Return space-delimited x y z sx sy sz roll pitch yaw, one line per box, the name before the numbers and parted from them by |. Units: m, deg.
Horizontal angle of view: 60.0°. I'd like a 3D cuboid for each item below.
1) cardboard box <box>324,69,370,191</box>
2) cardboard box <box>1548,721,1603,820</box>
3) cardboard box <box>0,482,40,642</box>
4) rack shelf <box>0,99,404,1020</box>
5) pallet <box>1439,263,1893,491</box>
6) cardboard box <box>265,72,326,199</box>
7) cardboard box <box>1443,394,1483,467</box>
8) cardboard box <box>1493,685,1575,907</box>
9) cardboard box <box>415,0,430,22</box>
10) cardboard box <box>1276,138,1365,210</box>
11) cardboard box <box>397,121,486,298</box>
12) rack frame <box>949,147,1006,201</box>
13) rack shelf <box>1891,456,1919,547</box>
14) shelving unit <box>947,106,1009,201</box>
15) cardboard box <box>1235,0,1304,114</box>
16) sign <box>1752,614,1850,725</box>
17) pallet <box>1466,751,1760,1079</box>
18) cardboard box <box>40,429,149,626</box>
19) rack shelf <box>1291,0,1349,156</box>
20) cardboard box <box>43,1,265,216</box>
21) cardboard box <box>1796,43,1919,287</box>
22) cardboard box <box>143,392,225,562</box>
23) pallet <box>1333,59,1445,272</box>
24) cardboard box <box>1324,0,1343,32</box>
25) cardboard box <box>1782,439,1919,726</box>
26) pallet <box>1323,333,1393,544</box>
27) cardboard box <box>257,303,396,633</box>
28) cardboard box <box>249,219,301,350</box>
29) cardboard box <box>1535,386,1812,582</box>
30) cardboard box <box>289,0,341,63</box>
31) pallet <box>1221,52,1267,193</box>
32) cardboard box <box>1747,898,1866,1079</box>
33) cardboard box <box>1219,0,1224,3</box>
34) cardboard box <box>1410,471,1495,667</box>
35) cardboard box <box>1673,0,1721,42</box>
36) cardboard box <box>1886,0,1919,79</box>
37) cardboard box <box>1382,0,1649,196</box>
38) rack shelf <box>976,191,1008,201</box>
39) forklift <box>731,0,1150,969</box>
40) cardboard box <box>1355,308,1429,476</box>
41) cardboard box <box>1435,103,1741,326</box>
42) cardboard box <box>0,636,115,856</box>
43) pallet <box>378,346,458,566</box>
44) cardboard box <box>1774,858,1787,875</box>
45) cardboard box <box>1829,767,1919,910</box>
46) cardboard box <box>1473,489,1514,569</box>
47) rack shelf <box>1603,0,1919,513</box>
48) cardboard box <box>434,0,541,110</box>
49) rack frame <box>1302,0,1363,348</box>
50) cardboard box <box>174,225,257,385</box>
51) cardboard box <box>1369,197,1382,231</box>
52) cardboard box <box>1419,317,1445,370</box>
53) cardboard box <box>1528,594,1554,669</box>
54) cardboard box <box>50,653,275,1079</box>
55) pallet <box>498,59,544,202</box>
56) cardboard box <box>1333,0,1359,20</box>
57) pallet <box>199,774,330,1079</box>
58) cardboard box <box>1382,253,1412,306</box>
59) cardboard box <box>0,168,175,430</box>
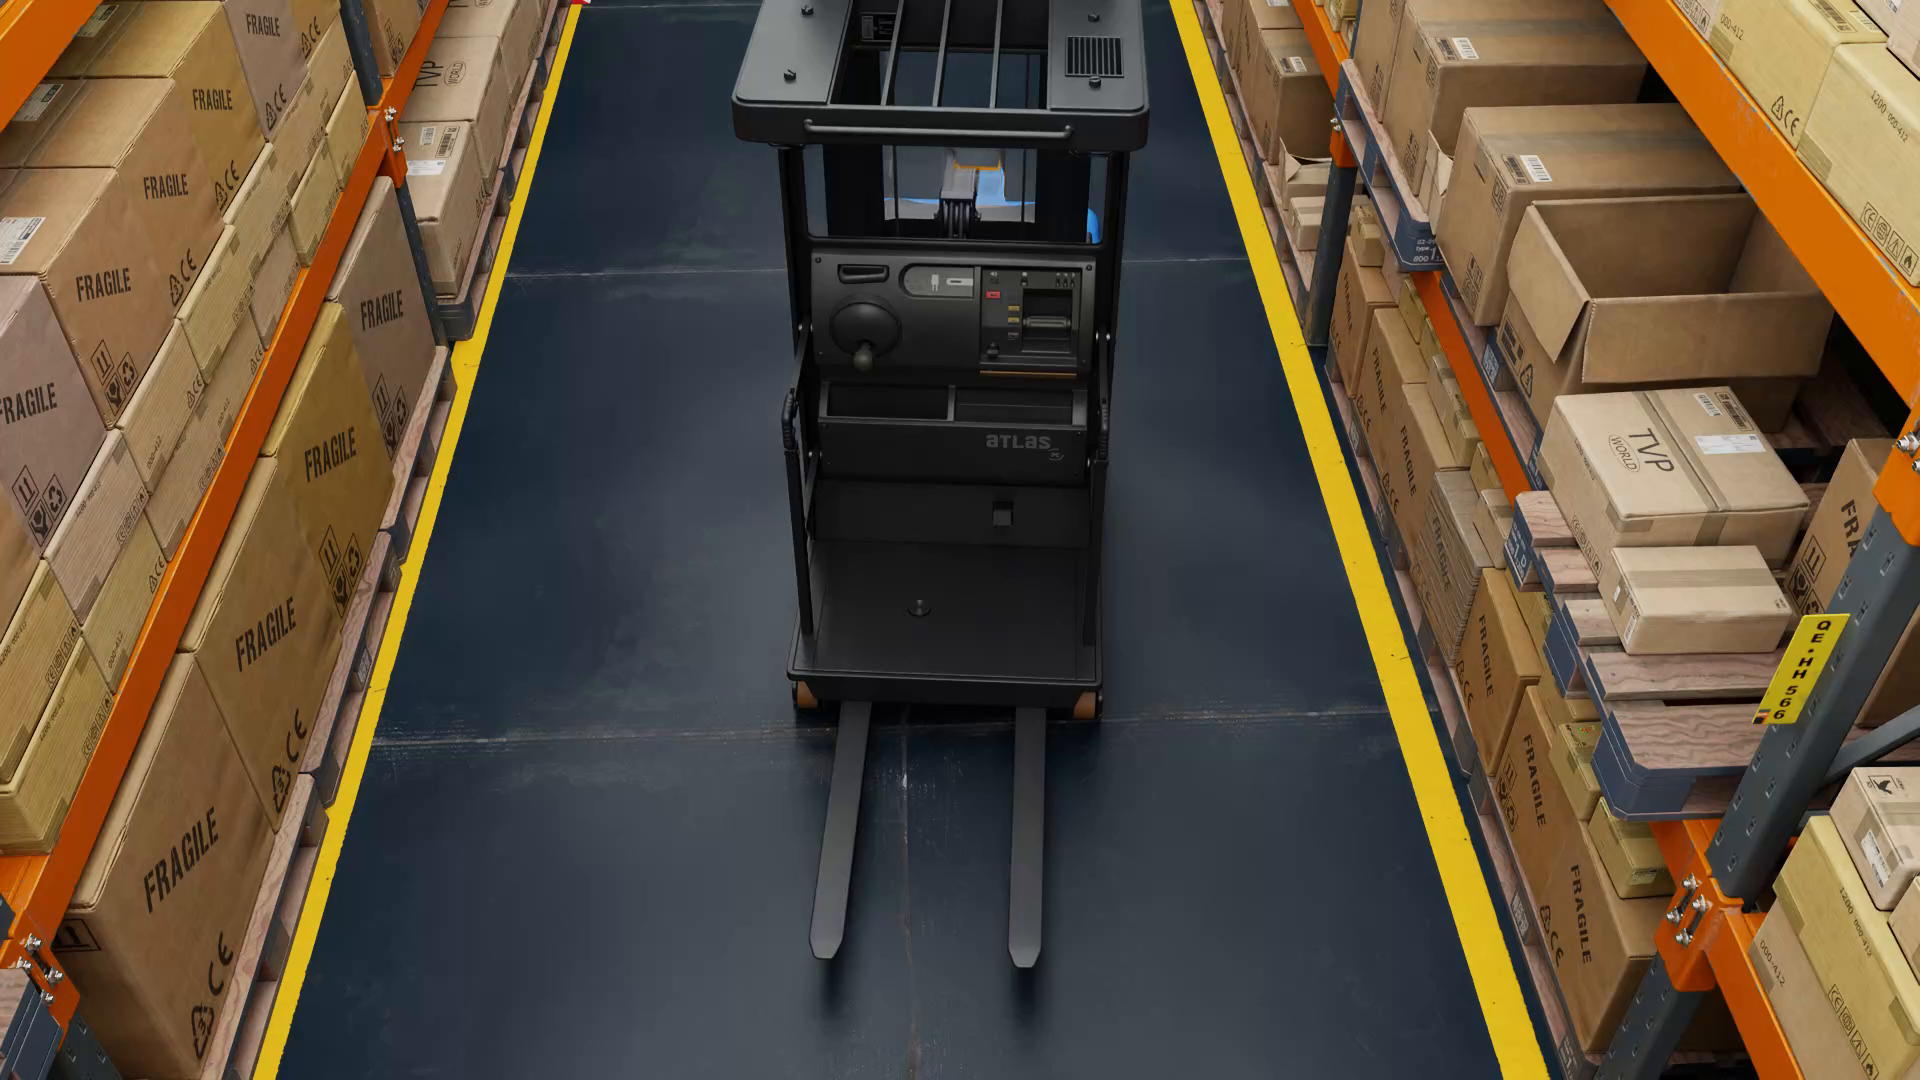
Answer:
cardboard box | -2.579 -1.558 6.341 0.500 0.250 0.500 -3 43 -3
cardboard box | 1.963 0.664 4.865 0.380 0.149 0.250 -4 43 -4
cardboard box | -2.456 0.046 3.666 0.500 0.500 0.500 -3 43 -3
rack shelf | -2.765 -0.294 5.383 1.077 0.370 4.000 -2 43 -2
pallet | 2.192 -0.596 5.322 1.003 0.211 1.213 -2 43 -2
cardboard box | -2.559 -1.410 5.810 0.500 0.250 0.500 -1 43 -1
cardboard box | 1.977 -0.397 6.023 0.380 0.149 0.250 0 43 0
cardboard box | 2.036 0.795 5.202 0.500 0.500 0.500 -2 43 -2
cardboard box | -2.625 -2.610 7.304 0.500 0.500 0.500 -1 43 -2
cardboard box | 1.777 -1.810 8.217 0.396 0.266 0.258 0 43 0
cardboard box | -2.769 -1.547 7.803 0.875 0.438 0.875 -2 43 -2
rack frame | 0.065 -1.236 7.171 0.240 1.200 0.006 2 20 3
rack shelf | 2.364 1.156 1.582 1.077 0.370 4.000 -2 43 -2
shelving unit | 0.070 -1.267 7.257 0.258 1.200 0.189 2 20 3
cardboard box | 1.791 -2.634 8.943 0.500 0.500 0.500 -1 43 -1
sign | 1.738 0.270 3.437 0.100 0.325 0.005 -2 43 -2
pallet | 2.286 1.169 5.319 1.003 0.211 1.213 -2 43 -2
cardboard box | -2.475 -0.036 4.310 0.500 0.250 0.500 -1 43 -1
rack shelf | 2.025 -3.139 8.487 1.077 0.370 4.000 -2 43 -2
cardboard box | -2.548 -1.328 5.165 0.500 0.500 0.500 0 43 0
cardboard box | 2.015 -0.744 3.233 0.500 0.250 0.500 -3 43 -3
cardboard box | -2.505 -0.192 4.850 0.500 0.250 0.500 0 43 0
pallet | 2.034 -1.441 6.244 1.003 0.211 1.213 -2 43 -2
cardboard box | 1.811 -2.345 7.274 0.380 0.149 0.250 -1 43 -1
cardboard box | 2.414 0.102 4.034 0.500 0.500 0.500 0 43 0
pallet | 2.182 -0.478 7.116 1.003 0.211 1.213 -2 43 -2
cardboard box | -2.697 -0.255 6.070 0.875 0.875 0.875 -1 43 -1
cardboard box | -2.556 -0.873 5.594 0.500 0.250 0.500 -3 43 -3
cardboard box | 1.911 -0.156 4.501 0.500 0.250 0.500 -3 43 -4
cardboard box | -2.580 -2.020 5.920 0.500 0.500 0.500 0 43 0
pallet | 2.027 -2.316 9.120 1.003 0.211 1.213 -2 43 -2
cardboard box | 2.054 1.008 3.541 0.500 0.250 0.500 -1 43 -2
cardboard box | 1.871 -3.574 9.965 0.797 0.503 0.637 -3 43 -3
cardboard box | 1.970 0.092 5.969 0.500 0.500 0.500 -3 43 -3
cardboard box | 1.972 -1.421 3.971 0.500 0.250 0.500 -2 43 -2
cardboard box | 2.032 -0.959 3.173 0.380 0.149 0.250 -3 43 -3
cardboard box | 1.929 -1.563 5.851 0.700 0.500 0.500 -1 43 -1
rack shelf | 0.075 -1.451 7.192 0.258 0.103 0.180 2 20 3
forklift | -0.032 -0.660 5.301 1.130 2.935 3.031 2 43 2
cardboard box | 1.938 -0.595 6.719 0.500 0.500 0.500 -2 43 -2
cardboard box | 1.962 -1.034 5.273 0.700 0.500 0.500 -2 43 -2
cardboard box | -2.449 0.509 4.086 0.500 0.250 0.500 -2 43 -3
pallet | -2.741 -0.363 6.989 1.003 0.211 1.213 -2 43 -2
cardboard box | 2.542 1.120 4.847 0.500 0.500 0.500 0 43 0
cardboard box | 1.999 0.594 3.328 0.380 0.149 0.250 0 43 -1
cardboard box | 1.977 -0.048 5.642 0.380 0.149 0.250 -4 43 -4
rack shelf | 2.195 -1.545 4.528 1.077 0.370 4.000 -2 43 -2
cardboard box | -2.844 -2.760 9.126 0.875 0.438 0.875 -1 43 -1
rack frame | 2.110 -2.054 6.771 1.000 3.000 0.127 -2 43 -2
cardboard box | -2.492 -0.716 5.052 0.500 0.250 0.500 -1 43 -1
cardboard box | 1.920 -1.388 6.884 0.380 0.149 0.250 -2 43 -3
cardboard box | 1.996 -0.735 6.391 0.380 0.149 0.250 -2 43 -3
cardboard box | 2.030 0.306 5.256 0.380 0.149 0.250 0 43 -1
cardboard box | -2.626 0.951 4.754 0.875 0.875 0.875 -2 43 -2
pallet | -2.858 -2.223 9.019 1.003 0.211 1.213 -2 43 -2
cardboard box | 1.844 -2.445 7.089 0.500 0.250 0.500 -1 43 -1
pallet | -2.638 1.285 5.192 1.003 0.211 1.213 -2 43 -2
cardboard box | 1.948 -1.092 6.781 0.380 0.149 0.250 -3 43 -3
cardboard box | -2.493 -0.639 4.413 0.500 0.500 0.500 -1 43 -1
